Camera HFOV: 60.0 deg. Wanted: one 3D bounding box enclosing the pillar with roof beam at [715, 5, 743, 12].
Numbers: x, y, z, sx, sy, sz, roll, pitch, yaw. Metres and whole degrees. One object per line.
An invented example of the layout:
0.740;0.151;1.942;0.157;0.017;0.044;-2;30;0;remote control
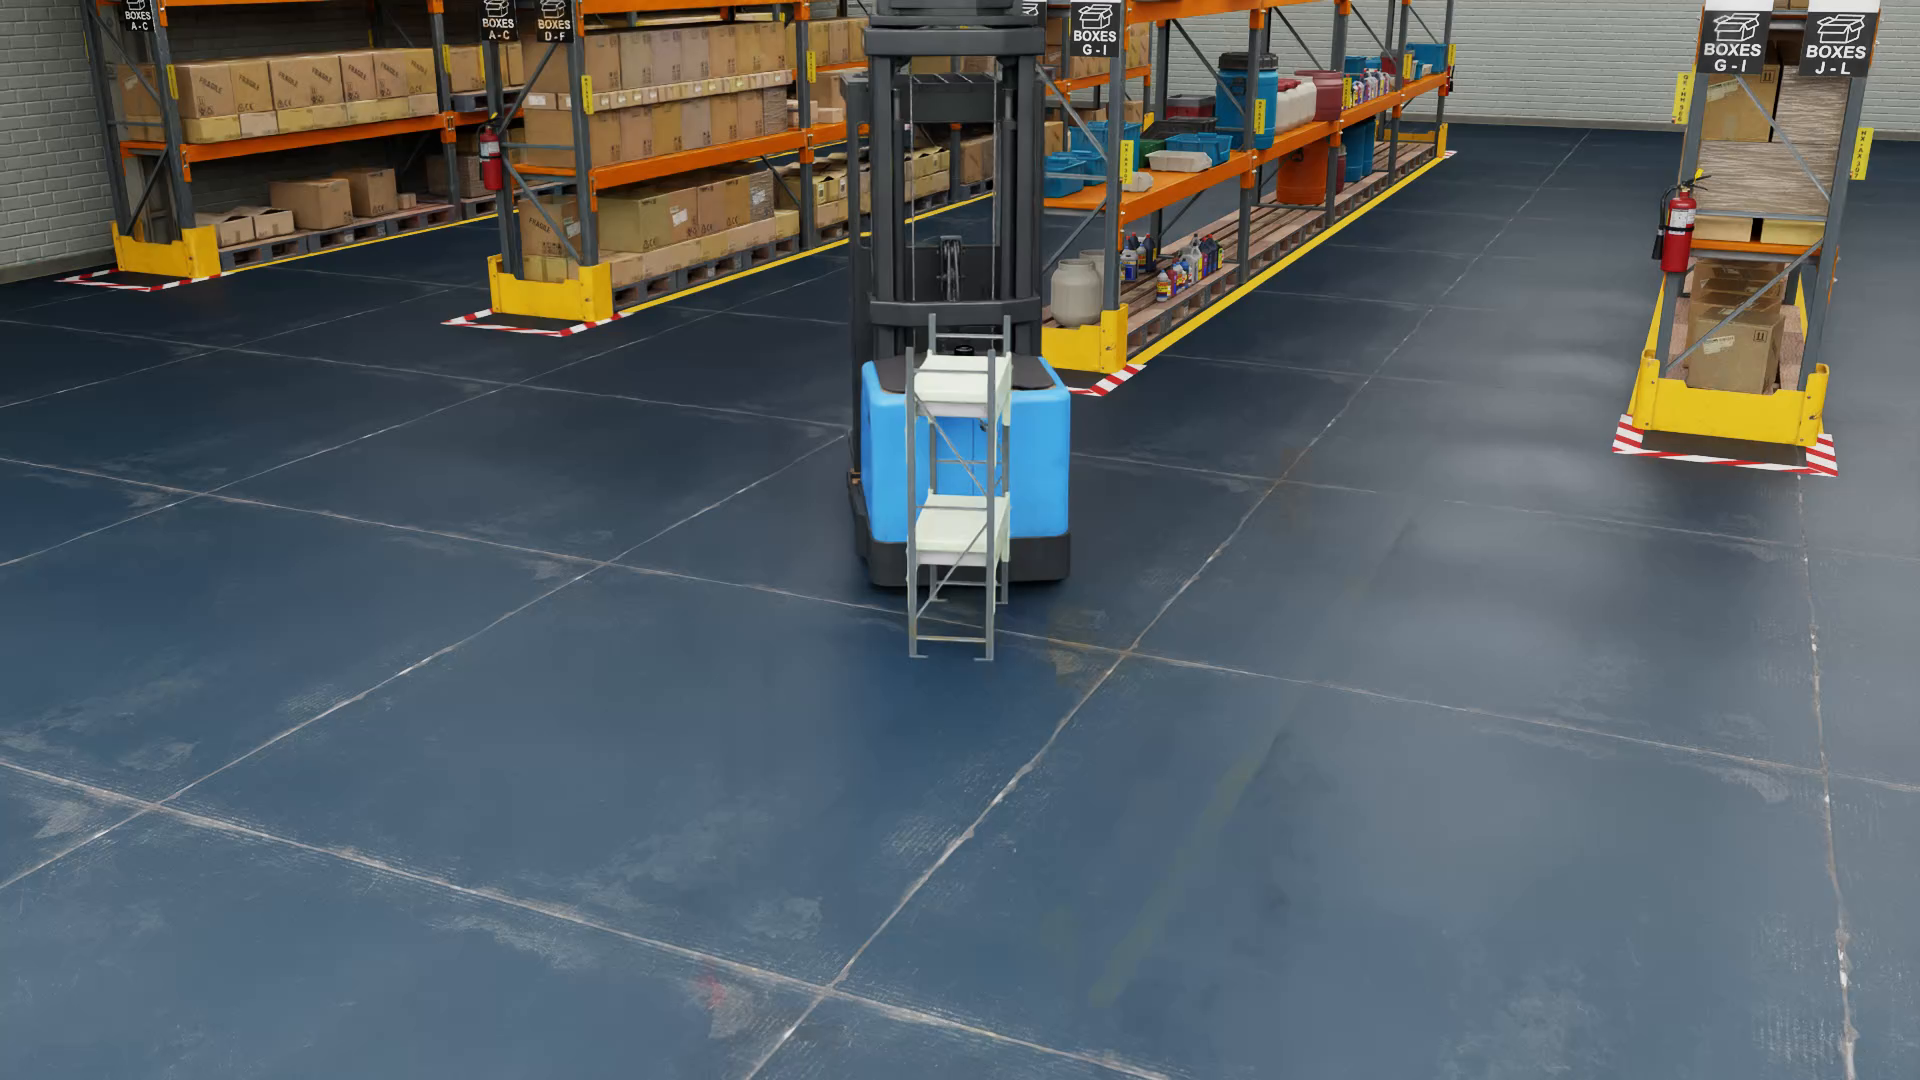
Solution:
0.070;-10.424;25.350;9.100;9.000;0.400;9;21;23;pillar with roof beam

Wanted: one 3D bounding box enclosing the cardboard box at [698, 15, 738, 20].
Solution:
-3.740;-7.917;25.511;0.500;0.250;0.500;9;21;24;cardboard box

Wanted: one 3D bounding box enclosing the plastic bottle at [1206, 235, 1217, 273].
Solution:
2.407;-2.773;16.087;0.144;0.351;0.185;8;21;21;plastic bottle

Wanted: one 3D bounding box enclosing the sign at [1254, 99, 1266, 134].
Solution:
2.905;-4.102;16.114;0.100;0.325;0.005;9;21;23;sign

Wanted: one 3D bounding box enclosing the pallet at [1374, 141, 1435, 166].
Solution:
6.948;-6.158;26.470;1.003;0.211;1.213;9;21;23;pallet

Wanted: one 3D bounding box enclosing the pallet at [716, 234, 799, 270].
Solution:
-2.474;-3.180;18.096;1.003;0.211;1.213;9;21;23;pallet

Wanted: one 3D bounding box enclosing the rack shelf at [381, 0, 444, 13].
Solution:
-5.812;-7.096;21.541;1.077;0.370;4.000;9;21;23;rack shelf

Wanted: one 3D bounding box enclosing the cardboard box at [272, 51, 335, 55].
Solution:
-7.438;-5.278;18.907;0.500;0.500;0.500;9;22;24;cardboard box

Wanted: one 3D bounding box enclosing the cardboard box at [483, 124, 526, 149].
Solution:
-5.958;-5.315;21.891;0.500;0.250;0.500;8;21;21;cardboard box

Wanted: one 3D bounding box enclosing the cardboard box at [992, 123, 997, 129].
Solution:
0.336;-6.140;24.211;0.500;0.250;0.500;9;21;23;cardboard box

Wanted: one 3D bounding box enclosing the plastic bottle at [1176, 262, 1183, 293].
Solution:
1.978;-2.396;15.146;0.097;0.271;0.097;0;20;0;plastic bottle

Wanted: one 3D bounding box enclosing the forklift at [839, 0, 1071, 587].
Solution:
-0.108;-1.592;9.572;1.130;2.935;3.031;-2;20;-6;forklift

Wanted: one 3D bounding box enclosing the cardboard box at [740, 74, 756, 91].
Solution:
-2.341;-4.735;17.190;0.380;0.149;0.250;9;21;23;cardboard box

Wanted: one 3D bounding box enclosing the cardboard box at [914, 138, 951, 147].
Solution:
-0.303;-5.302;22.974;0.500;0.500;0.500;9;22;25;cardboard box

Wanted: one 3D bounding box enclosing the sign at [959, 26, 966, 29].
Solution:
0.036;-6.424;21.329;0.100;0.325;0.005;9;21;23;sign

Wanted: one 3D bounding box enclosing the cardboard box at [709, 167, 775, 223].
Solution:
-2.316;-3.664;17.653;0.500;0.500;0.500;9;21;23;cardboard box

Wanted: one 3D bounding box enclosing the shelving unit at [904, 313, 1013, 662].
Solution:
0.003;-0.264;7.972;0.431;1.500;0.755;2;20;6;shelving unit

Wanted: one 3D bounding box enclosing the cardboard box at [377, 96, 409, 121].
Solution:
-6.760;-5.011;19.277;0.500;0.250;0.500;9;21;23;cardboard box

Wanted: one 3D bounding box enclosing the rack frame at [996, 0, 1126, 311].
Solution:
0.769;-2.828;12.943;1.000;3.000;0.127;9;21;23;rack frame

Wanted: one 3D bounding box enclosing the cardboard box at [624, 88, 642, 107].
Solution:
-3.182;-4.109;15.428;0.380;0.149;0.250;9;21;23;cardboard box

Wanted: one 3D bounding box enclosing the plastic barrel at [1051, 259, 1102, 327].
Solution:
0.969;-2.065;13.885;0.421;0.512;0.421;0;20;0;plastic barrel

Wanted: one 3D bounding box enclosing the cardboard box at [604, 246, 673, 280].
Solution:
-3.124;-2.698;16.054;0.500;0.250;0.500;9;21;23;cardboard box

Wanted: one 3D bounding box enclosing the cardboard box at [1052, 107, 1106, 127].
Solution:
1.931;-6.783;27.134;0.797;0.503;0.637;9;21;23;cardboard box

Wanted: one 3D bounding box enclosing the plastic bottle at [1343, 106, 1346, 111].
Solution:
4.694;-5.400;20.352;0.061;0.283;0.133;9;21;23;plastic bottle

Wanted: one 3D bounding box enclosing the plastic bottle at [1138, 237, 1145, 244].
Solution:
1.770;-2.835;16.371;0.152;0.276;0.135;9;22;25;plastic bottle

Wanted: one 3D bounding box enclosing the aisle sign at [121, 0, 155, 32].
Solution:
-8.025;-5.349;16.153;0.394;0.787;0.004;9;21;23;aisle sign

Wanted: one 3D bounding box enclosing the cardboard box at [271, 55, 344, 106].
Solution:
-7.170;-5.050;18.267;0.500;0.500;0.500;9;22;24;cardboard box

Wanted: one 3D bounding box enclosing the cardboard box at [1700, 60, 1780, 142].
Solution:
5.288;-3.009;11.366;0.500;0.500;0.500;9;21;23;cardboard box

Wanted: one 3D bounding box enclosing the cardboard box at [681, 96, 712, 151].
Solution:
-2.914;-4.170;16.569;0.700;0.500;0.500;9;22;24;cardboard box

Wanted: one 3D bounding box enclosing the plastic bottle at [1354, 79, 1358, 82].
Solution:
5.189;-5.904;21.786;0.097;0.271;0.097;0;20;0;plastic bottle

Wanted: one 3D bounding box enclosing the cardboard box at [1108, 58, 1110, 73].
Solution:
2.244;-7.808;26.797;0.500;0.500;0.500;8;21;22;cardboard box

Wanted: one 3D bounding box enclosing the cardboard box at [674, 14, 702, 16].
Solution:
-4.190;-7.986;25.705;0.500;0.250;0.500;8;21;21;cardboard box

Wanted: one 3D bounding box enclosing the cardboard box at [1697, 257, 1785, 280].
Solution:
7.197;-2.585;15.335;0.700;0.500;0.500;7;21;19;cardboard box

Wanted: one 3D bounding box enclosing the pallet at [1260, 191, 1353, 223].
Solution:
4.330;-4.206;20.981;1.003;0.211;1.213;9;21;23;pallet

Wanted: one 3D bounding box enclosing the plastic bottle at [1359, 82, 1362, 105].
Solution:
5.063;-5.685;21.171;0.097;0.271;0.097;0;20;0;plastic bottle

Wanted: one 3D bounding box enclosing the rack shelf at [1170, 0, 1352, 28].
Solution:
3.226;-5.736;17.719;1.077;0.370;4.000;9;21;23;rack shelf

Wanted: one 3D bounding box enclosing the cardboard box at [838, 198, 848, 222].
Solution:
-1.508;-3.879;19.376;0.500;0.250;0.500;9;22;24;cardboard box

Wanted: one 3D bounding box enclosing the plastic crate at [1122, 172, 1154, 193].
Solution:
1.429;-2.933;13.633;0.298;0.136;0.250;9;21;23;plastic crate

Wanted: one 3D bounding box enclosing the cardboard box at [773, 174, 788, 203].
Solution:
-2.206;-4.061;19.051;0.500;0.311;0.500;9;21;23;cardboard box

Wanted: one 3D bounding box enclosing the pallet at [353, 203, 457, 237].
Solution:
-6.874;-3.886;20.080;1.003;0.211;1.213;9;21;23;pallet

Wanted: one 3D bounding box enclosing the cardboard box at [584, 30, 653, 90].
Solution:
-3.313;-4.486;15.520;0.700;0.500;0.500;8;21;21;cardboard box

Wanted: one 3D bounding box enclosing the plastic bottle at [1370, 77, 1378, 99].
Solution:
5.461;-6.007;22.068;0.152;0.276;0.135;9;21;23;plastic bottle

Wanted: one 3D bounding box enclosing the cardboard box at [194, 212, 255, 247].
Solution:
-7.903;-3.327;17.703;0.500;0.311;0.500;6;20;17;cardboard box

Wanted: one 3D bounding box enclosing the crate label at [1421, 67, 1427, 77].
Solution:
6.929;-7.174;25.468;0.396;0.136;0.243;9;21;23;crate label

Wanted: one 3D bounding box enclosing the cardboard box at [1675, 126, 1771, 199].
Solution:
5.634;-2.669;11.904;0.875;0.500;0.500;9;21;23;cardboard box

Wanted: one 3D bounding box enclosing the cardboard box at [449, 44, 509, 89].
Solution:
-6.156;-5.985;21.016;0.700;0.500;0.500;11;22;28;cardboard box

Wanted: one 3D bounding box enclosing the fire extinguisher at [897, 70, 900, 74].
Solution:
-1.234;-8.849;30.546;0.296;0.674;0.183;9;21;23;fire extinguisher

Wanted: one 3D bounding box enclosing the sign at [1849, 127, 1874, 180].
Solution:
5.783;-2.482;10.678;0.100;0.325;0.005;9;21;23;sign

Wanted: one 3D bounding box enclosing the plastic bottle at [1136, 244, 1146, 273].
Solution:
1.749;-2.722;16.060;0.097;0.271;0.097;0;20;0;plastic bottle

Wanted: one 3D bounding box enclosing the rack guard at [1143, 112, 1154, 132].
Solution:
2.773;-7.199;28.964;1.175;0.500;0.348;9;21;23;rack guard

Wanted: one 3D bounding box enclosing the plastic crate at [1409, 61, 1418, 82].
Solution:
6.477;-6.910;24.510;0.437;0.282;0.530;9;21;23;plastic crate

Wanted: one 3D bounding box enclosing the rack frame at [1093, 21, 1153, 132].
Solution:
2.804;-8.400;28.611;1.000;3.000;0.127;9;21;23;rack frame
